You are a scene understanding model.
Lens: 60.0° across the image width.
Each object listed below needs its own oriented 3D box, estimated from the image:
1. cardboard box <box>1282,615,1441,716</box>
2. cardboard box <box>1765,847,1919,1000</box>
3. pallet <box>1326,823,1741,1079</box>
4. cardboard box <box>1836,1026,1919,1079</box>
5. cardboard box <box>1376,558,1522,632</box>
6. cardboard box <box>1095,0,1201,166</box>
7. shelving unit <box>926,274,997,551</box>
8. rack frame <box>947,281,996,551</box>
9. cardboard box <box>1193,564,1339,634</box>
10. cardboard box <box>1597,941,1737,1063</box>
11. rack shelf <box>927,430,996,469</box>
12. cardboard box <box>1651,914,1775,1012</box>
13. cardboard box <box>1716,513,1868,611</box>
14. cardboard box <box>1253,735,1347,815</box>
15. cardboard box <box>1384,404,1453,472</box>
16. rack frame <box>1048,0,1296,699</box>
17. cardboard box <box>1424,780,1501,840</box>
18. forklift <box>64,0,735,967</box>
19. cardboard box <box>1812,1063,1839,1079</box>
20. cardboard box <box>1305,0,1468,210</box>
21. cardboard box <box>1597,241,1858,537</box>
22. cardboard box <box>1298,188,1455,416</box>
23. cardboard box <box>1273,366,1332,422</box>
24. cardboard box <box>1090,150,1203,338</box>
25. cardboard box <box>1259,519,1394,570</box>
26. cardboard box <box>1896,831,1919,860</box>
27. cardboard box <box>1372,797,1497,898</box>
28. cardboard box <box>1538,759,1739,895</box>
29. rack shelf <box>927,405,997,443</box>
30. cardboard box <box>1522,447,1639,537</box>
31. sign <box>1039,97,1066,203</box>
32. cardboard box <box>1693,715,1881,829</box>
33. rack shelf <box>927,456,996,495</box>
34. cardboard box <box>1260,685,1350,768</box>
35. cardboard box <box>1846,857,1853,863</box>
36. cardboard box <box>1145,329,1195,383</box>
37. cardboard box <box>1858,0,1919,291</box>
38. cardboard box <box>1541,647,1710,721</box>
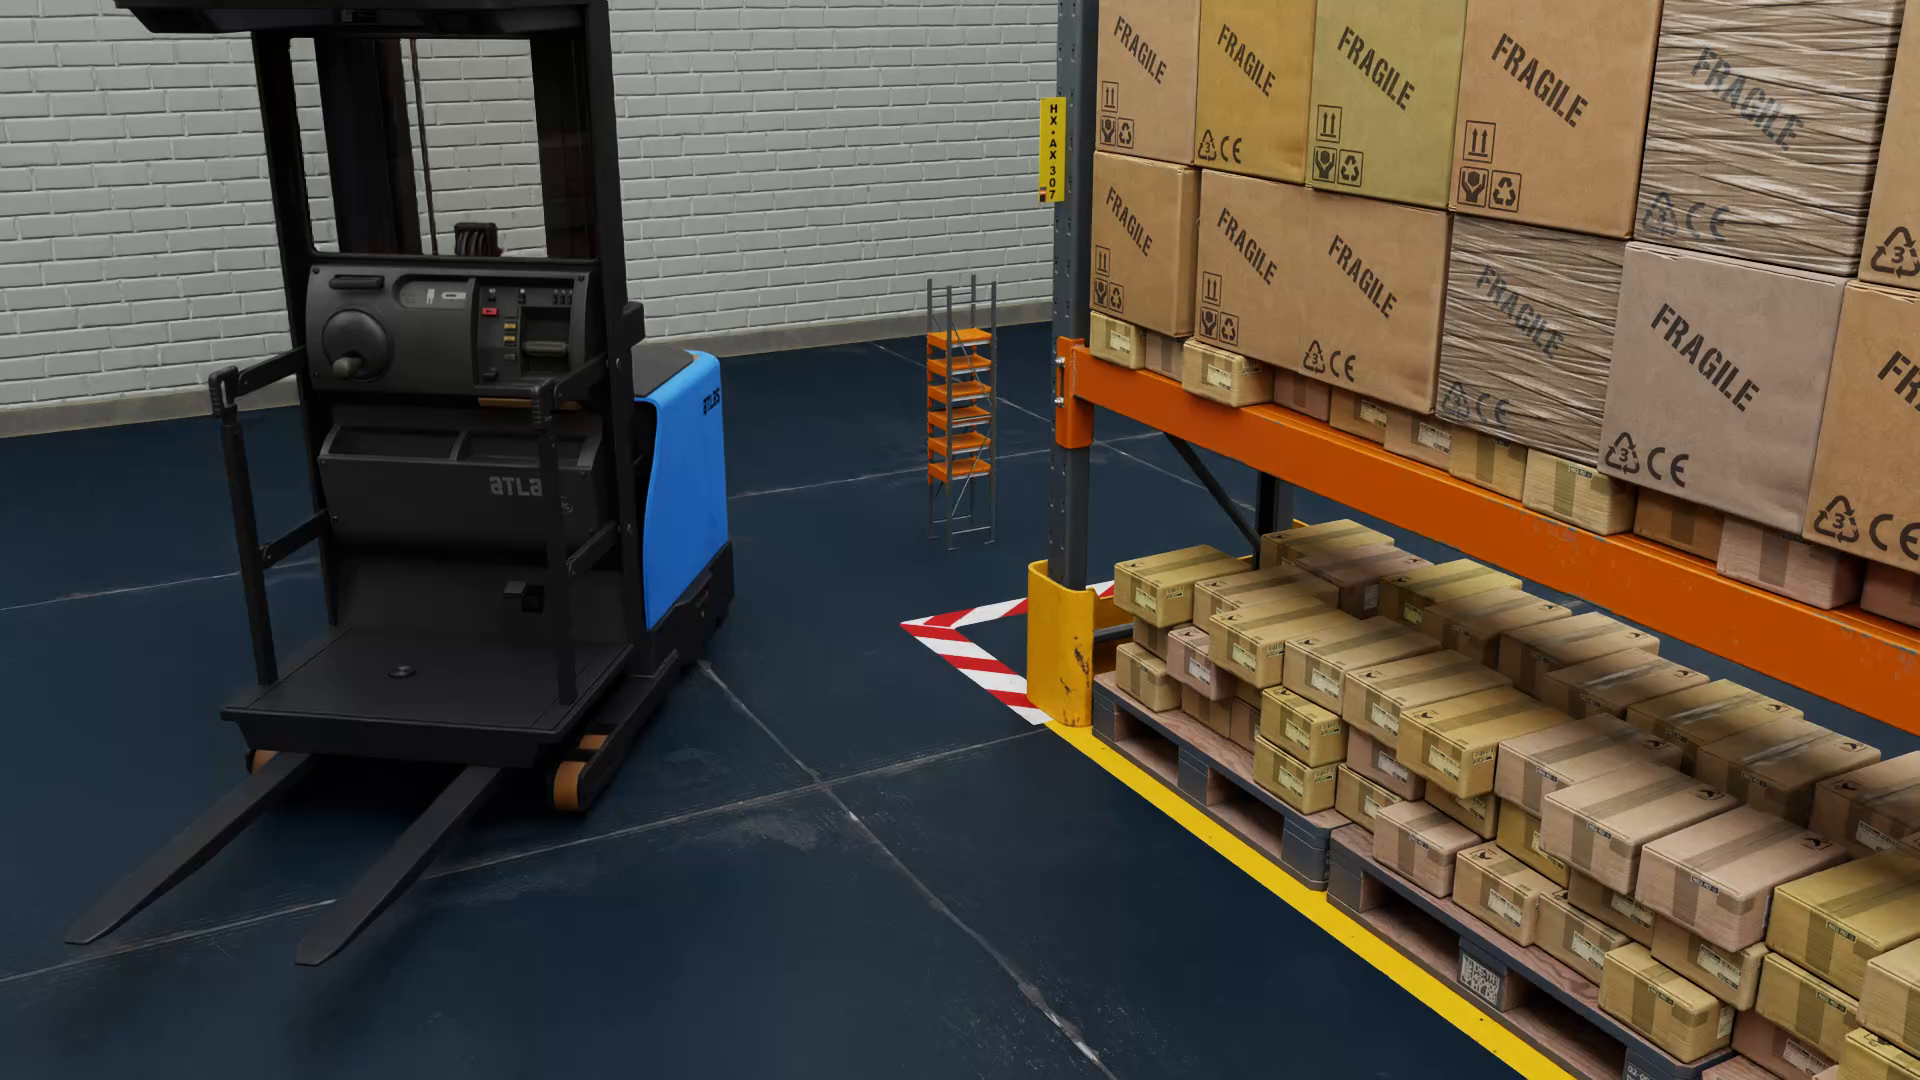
[{"bbox_3d":[1.160,0.359,4.807,0.380,0.149,0.250,-11,22,-29],"label":"cardboard box"},{"bbox_3d":[1.942,0.807,3.508,0.380,0.149,0.250,-9,21,-25],"label":"cardboard box"},{"bbox_3d":[1.742,1.006,4.394,1.003,0.211,1.213,-10,21,-27],"label":"pallet"},{"bbox_3d":[1.964,1.043,3.282,0.380,0.149,0.250,-11,22,-29],"label":"cardboard box"},{"bbox_3d":[1.554,0.193,5.287,0.380,0.149,0.250,-11,22,-28],"label":"cardboard box"},{"bbox_3d":[0.756,-1.413,4.987,0.500,0.500,0.500,-10,21,-27],"label":"cardboard box"},{"bbox_3d":[0.007,-0.563,7.424,0.258,1.200,0.189,-10,21,-27],"label":"shelving unit"},{"bbox_3d":[0.050,-0.537,7.348,0.240,1.200,0.006,-10,21,-27],"label":"rack frame"},{"bbox_3d":[0.963,0.209,5.243,0.380,0.149,0.250,-10,21,-26],"label":"cardboard box"},{"bbox_3d":[1.698,1.018,3.810,0.380,0.149,0.250,-10,21,-27],"label":"cardboard box"},{"bbox_3d":[0.007,-0.408,7.477,0.258,0.103,0.180,-10,21,-27],"label":"rack shelf"},{"bbox_3d":[1.793,0.885,3.737,0.380,0.149,0.250,-9,21,-25],"label":"cardboard box"},{"bbox_3d":[1.785,0.004,3.406,0.380,0.149,0.250,-11,22,-29],"label":"cardboard box"},{"bbox_3d":[1.088,0.649,4.878,0.380,0.149,0.250,-10,21,-26],"label":"cardboard box"},{"bbox_3d":[1.323,-0.298,4.282,0.380,0.149,0.250,-10,22,-28],"label":"cardboard box"},{"bbox_3d":[0.776,-0.923,5.707,1.000,3.000,0.127,-10,21,-27],"label":"rack frame"},{"bbox_3d":[1.475,0.643,4.440,0.380,0.149,0.250,-9,21,-24],"label":"cardboard box"},{"bbox_3d":[-1.648,-0.659,5.048,1.130,2.935,3.031,3,19,8],"label":"forklift"},{"bbox_3d":[1.957,1.161,3.394,0.380,0.149,0.250,-11,22,-28],"label":"cardboard box"},{"bbox_3d":[1.228,-1.117,4.127,0.500,0.500,0.500,-11,22,-28],"label":"cardboard box"},{"bbox_3d":[1.717,-0.350,3.437,0.500,0.500,0.500,-10,21,-27],"label":"cardboard box"},{"bbox_3d":[1.244,-0.647,4.298,0.500,0.500,0.500,-10,21,-26],"label":"cardboard box"},{"bbox_3d":[1.123,-0.455,4.736,0.380,0.149,0.250,-9,21,-24],"label":"cardboard box"},{"bbox_3d":[0.746,-0.939,5.145,0.500,0.500,0.500,-9,21,-24],"label":"cardboard box"},{"bbox_3d":[1.250,0.058,5.680,0.380,0.149,0.250,-10,21,-26],"label":"cardboard box"},{"bbox_3d":[2.308,0.738,3.709,0.380,0.149,0.250,-11,22,-28],"label":"cardboard box"},{"bbox_3d":[1.335,0.793,4.462,0.380,0.149,0.250,-11,22,-29],"label":"cardboard box"},{"bbox_3d":[1.593,0.668,3.910,0.380,0.149,0.250,-11,22,-29],"label":"cardboard box"},{"bbox_3d":[0.007,-0.521,7.438,0.258,0.103,0.180,-10,21,-27],"label":"rack shelf"},{"bbox_3d":[1.528,-0.139,3.822,0.380,0.149,0.250,-10,21,-26],"label":"cardboard box"},{"bbox_3d":[0.299,-1.248,5.322,0.100,0.325,0.005,-10,21,-27],"label":"sign"},{"bbox_3d":[2.057,0.587,4.147,0.380,0.149,0.250,-11,22,-29],"label":"cardboard box"},{"bbox_3d":[0.007,-0.294,7.516,0.258,0.103,0.180,-10,21,-27],"label":"rack shelf"},{"bbox_3d":[1.100,0.510,4.825,0.380,0.149,0.250,-9,21,-25],"label":"cardboard box"},{"bbox_3d":[2.203,0.797,3.995,0.380,0.149,0.250,-9,21,-24],"label":"cardboard box"},{"bbox_3d":[0.799,-0.594,5.138,0.380,0.149,0.250,-9,21,-25],"label":"cardboard box"},{"bbox_3d":[1.964,-0.676,2.849,0.500,0.500,0.500,-11,22,-28],"label":"cardboard box"},{"bbox_3d":[1.825,0.439,4.576,0.380,0.149,0.250,-11,22,-28],"label":"cardboard box"}]
